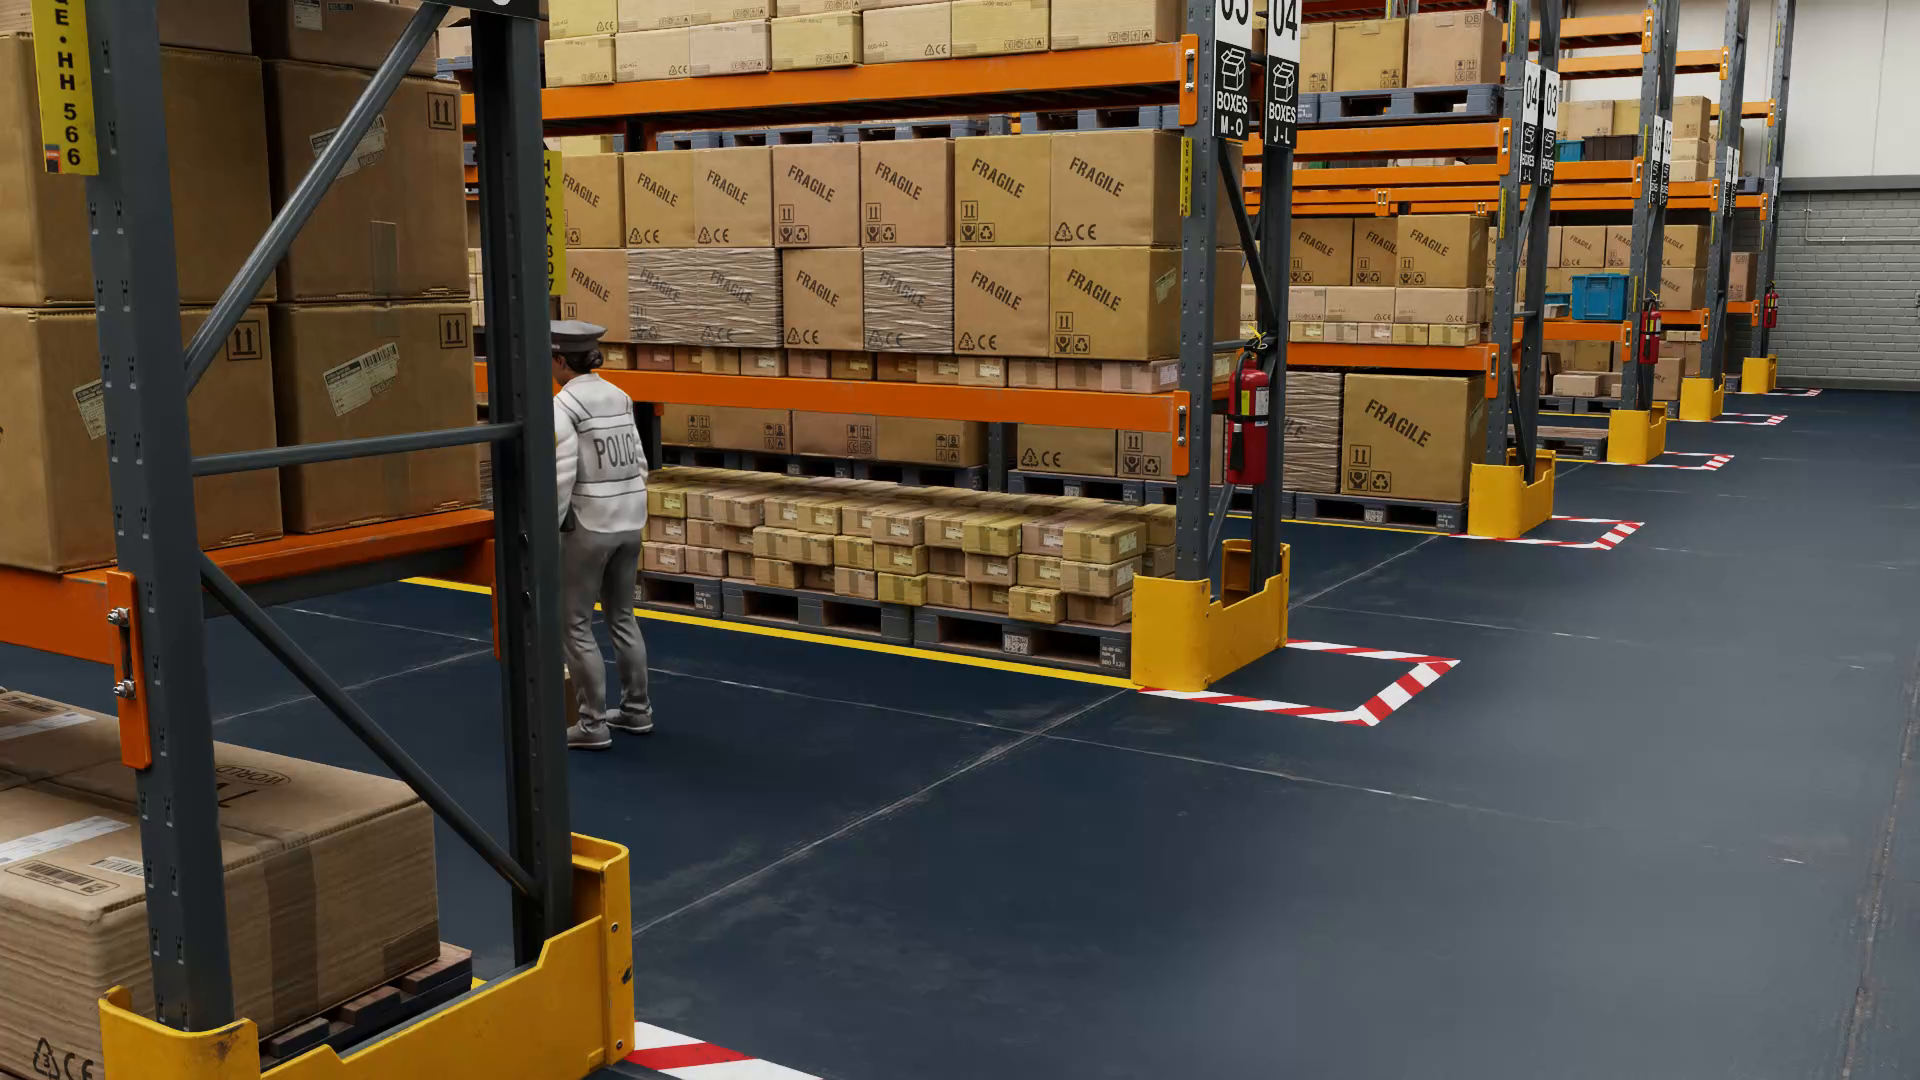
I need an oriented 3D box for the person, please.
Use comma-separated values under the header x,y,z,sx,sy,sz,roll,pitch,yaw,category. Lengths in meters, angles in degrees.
x,y,z,sx,sy,sz,roll,pitch,yaw,category
-1.434,-0.021,6.501,0.379,1.663,0.536,6,11,30,person
